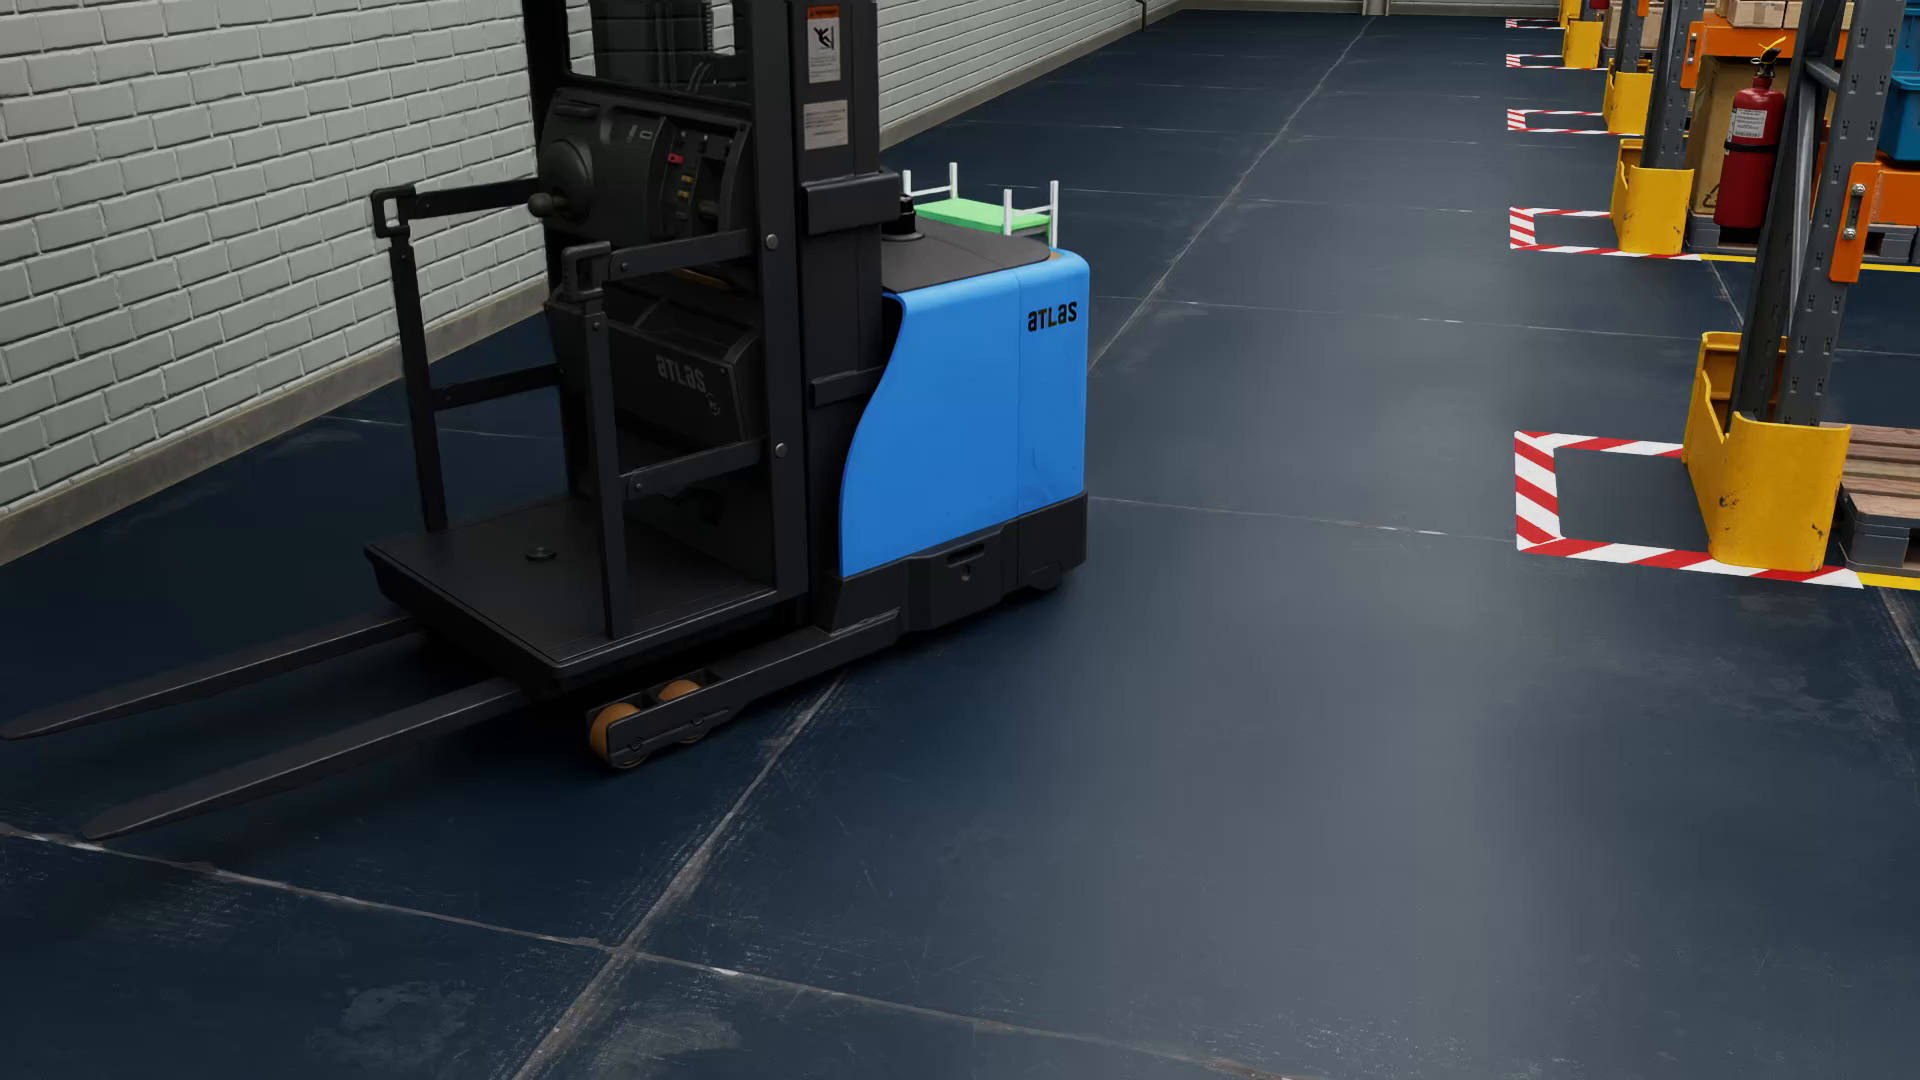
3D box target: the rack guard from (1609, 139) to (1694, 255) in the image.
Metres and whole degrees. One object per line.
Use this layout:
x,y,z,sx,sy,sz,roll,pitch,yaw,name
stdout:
4.292,-2.151,10.354,0.348,0.500,1.175,7,23,16,rack guard

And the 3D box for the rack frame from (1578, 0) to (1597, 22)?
7.178,-6.905,18.651,0.127,3.000,1.000,7,23,16,rack frame

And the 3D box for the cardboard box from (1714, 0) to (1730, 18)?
4.751,-3.269,10.118,0.250,0.149,0.380,7,23,17,cardboard box

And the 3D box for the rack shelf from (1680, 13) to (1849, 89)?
6.230,-2.752,9.475,4.000,0.370,1.077,7,23,16,rack shelf

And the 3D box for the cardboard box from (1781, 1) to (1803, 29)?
4.806,-3.002,9.467,0.250,0.149,0.380,6,23,15,cardboard box

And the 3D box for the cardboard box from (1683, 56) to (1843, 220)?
4.951,-2.475,10.097,0.875,0.875,0.875,7,23,16,cardboard box

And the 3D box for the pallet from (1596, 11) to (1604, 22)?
9.444,-7.323,23.345,1.213,0.211,1.003,7,23,16,pallet

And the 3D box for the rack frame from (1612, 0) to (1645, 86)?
5.845,-5.095,14.240,0.127,3.000,1.000,7,23,16,rack frame

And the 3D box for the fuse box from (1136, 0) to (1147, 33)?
2.519,-7.666,22.204,0.414,1.711,0.539,7,23,16,fuse box

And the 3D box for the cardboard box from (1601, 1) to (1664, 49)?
7.839,-5.878,18.970,0.875,0.438,0.875,6,23,14,cardboard box

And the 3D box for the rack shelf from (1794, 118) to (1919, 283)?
4.799,-0.953,5.088,4.000,0.370,1.077,7,23,16,rack shelf

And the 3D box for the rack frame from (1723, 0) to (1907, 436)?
2.884,-1.505,5.486,0.127,3.000,1.000,7,23,16,rack frame

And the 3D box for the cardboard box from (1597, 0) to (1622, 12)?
9.166,-7.647,23.195,0.637,0.503,0.797,6,23,13,cardboard box

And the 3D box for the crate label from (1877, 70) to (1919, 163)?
3.026,-1.309,5.149,0.303,0.233,0.416,7,23,16,crate label

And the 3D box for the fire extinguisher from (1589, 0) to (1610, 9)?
5.737,-5.082,14.801,0.183,0.674,0.296,7,23,16,fire extinguisher

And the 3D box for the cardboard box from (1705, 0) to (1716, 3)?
10.451,-7.443,22.703,0.500,0.500,0.500,7,23,17,cardboard box

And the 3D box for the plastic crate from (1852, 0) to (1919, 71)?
3.259,-1.580,5.544,0.499,0.435,0.616,7,23,16,plastic crate

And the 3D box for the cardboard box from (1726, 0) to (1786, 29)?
4.560,-3.029,9.534,0.250,0.149,0.380,7,23,16,cardboard box

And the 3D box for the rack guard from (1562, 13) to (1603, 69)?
7.155,-5.751,19.132,0.348,0.500,1.175,7,23,16,rack guard

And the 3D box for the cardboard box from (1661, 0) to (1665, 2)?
9.973,-7.537,22.933,0.500,0.500,0.700,8,23,18,cardboard box

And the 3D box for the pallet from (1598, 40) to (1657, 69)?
7.966,-5.556,19.036,1.213,0.211,1.003,7,23,16,pallet

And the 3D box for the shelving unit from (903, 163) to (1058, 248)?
0.065,-0.670,5.822,0.258,1.200,0.503,-20,30,-40,shelving unit

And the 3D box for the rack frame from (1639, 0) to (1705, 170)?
4.315,-3.304,9.873,0.127,3.000,1.000,7,23,16,rack frame

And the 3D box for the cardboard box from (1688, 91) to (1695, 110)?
6.254,-3.797,14.277,0.250,0.149,0.380,7,23,17,cardboard box

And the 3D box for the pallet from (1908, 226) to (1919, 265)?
6.267,-1.821,9.930,1.213,0.211,1.003,7,23,16,pallet

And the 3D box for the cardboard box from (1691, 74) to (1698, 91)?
6.272,-3.958,14.277,0.250,0.149,0.380,8,23,18,cardboard box

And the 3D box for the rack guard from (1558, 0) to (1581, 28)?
8.681,-7.544,23.503,0.348,0.500,1.175,7,23,16,rack guard

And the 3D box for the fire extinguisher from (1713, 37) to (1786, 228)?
2.871,-1.478,6.015,0.183,0.674,0.296,7,23,16,fire extinguisher

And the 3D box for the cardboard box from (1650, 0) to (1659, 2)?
9.562,-7.422,23.115,0.250,0.149,0.380,6,23,13,cardboard box

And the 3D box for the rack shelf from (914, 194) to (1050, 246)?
0.065,-1.055,5.664,0.258,0.148,0.480,-20,30,-40,rack shelf

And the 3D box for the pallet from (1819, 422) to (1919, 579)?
3.663,-0.110,5.761,1.213,0.211,1.003,7,23,16,pallet

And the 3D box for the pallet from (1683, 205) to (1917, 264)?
5.103,-1.955,10.258,1.213,0.211,1.003,7,23,16,pallet

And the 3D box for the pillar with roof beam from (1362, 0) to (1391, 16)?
5.043,-10.543,19.616,0.400,9.000,9.100,7,23,16,pillar with roof beam

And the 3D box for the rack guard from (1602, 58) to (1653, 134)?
5.917,-3.931,14.694,0.348,0.500,1.175,7,23,16,rack guard

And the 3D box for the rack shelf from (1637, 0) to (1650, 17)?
7.759,-4.543,13.842,4.000,0.370,1.077,7,23,16,rack shelf

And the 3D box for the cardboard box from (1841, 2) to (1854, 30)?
5.051,-2.974,9.398,0.250,0.149,0.380,6,23,14,cardboard box

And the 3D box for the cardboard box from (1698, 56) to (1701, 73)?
6.248,-4.065,14.147,0.250,0.149,0.380,5,23,13,cardboard box

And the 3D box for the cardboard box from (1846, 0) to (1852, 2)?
5.196,-3.167,9.345,0.500,0.250,0.500,6,23,15,cardboard box

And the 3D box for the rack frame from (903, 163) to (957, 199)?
-0.103,-0.737,5.986,0.240,1.200,0.015,-20,30,-40,rack frame

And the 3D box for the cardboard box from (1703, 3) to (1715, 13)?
8.717,-5.781,18.733,0.875,0.438,0.875,7,23,17,cardboard box

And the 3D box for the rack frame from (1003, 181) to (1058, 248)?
0.233,-0.603,5.658,0.240,1.200,0.015,-20,30,-40,rack frame

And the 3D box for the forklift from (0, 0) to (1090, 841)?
-1.009,-0.985,4.309,3.031,2.935,1.130,-20,29,-39,forklift

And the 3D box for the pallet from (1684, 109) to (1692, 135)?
6.685,-3.695,14.500,1.213,0.211,1.003,7,23,16,pallet

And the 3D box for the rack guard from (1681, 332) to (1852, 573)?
2.858,-0.346,5.956,0.348,0.500,1.175,7,23,16,rack guard
